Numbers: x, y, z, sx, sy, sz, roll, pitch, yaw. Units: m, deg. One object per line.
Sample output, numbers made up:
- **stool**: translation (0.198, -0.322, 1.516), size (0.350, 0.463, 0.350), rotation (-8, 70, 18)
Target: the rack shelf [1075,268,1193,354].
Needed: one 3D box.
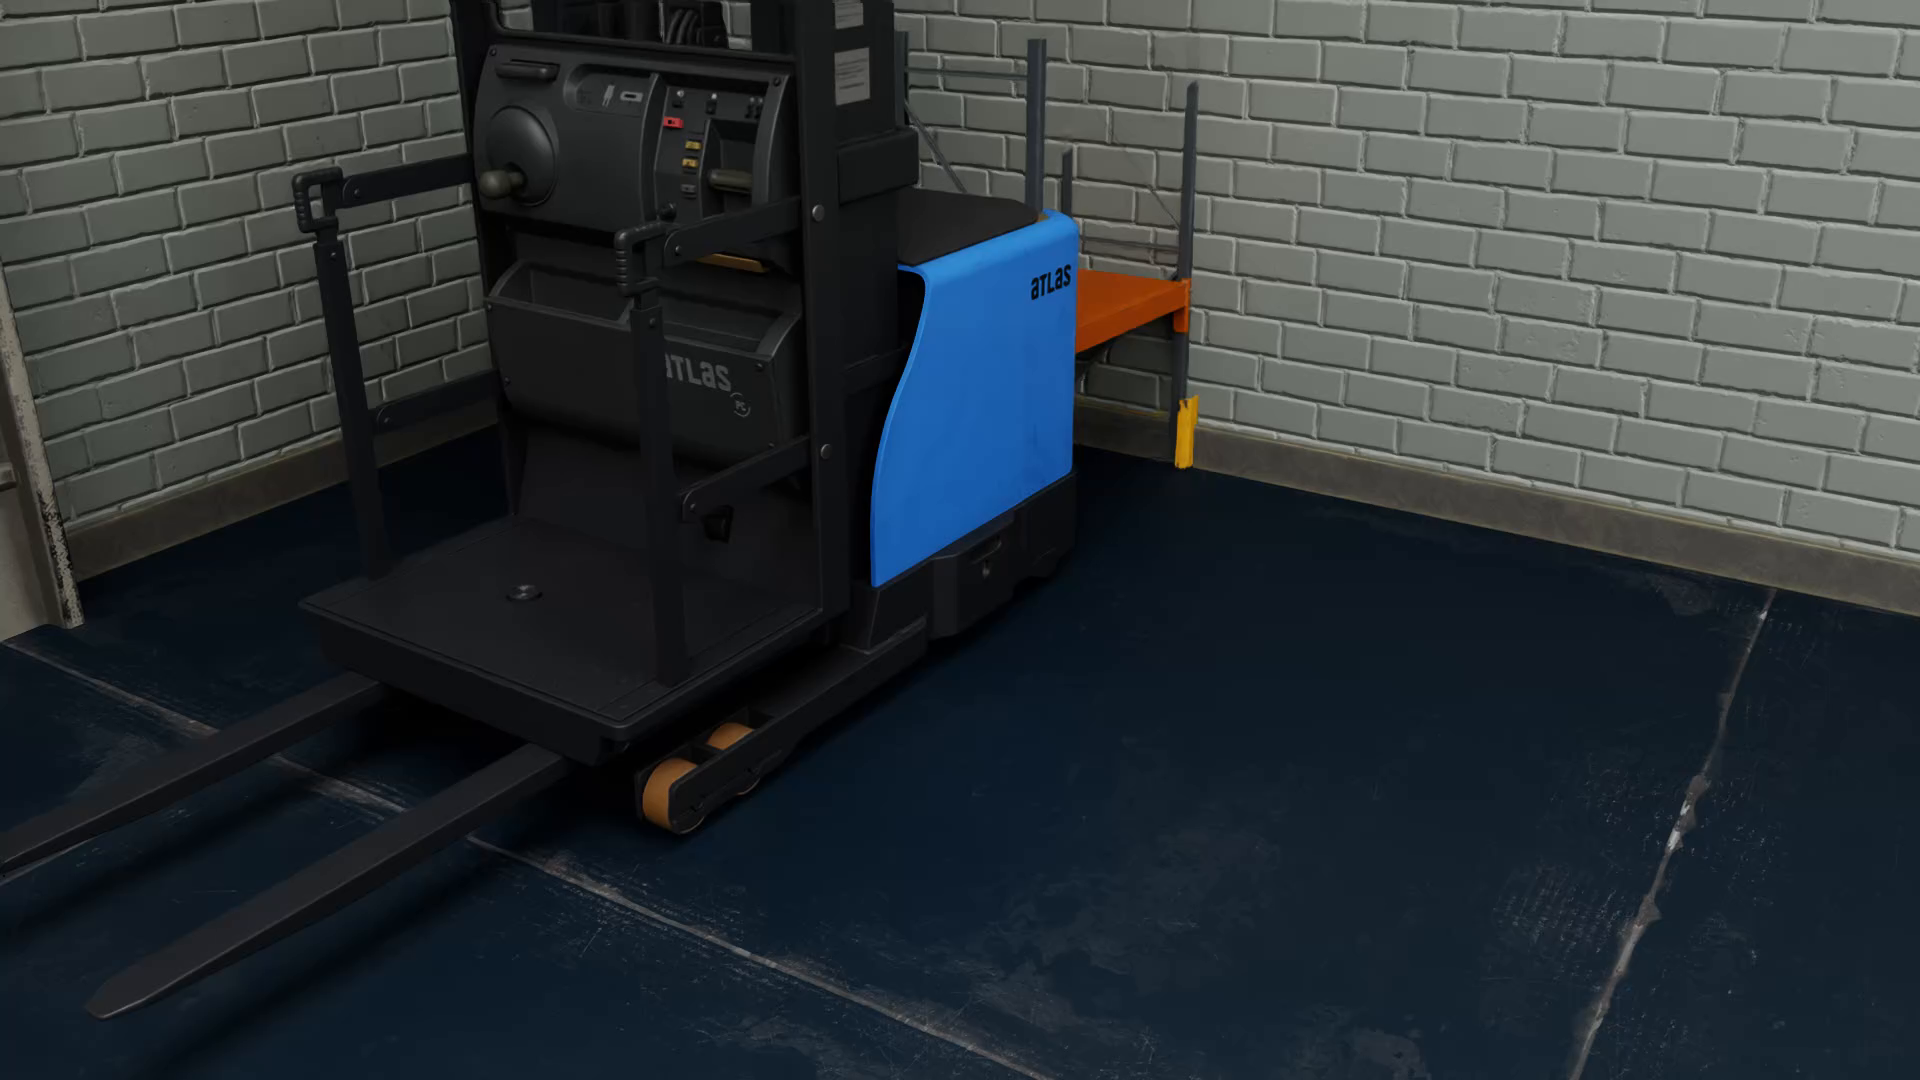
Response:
- **rack shelf**: translation (0.292, -0.696, 5.376), size (0.538, 0.185, 1.000), rotation (13, 25, 30)

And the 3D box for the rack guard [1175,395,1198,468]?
- **rack guard**: translation (0.566, -0.435, 5.934), size (0.587, 0.250, 0.087), rotation (13, 25, 30)

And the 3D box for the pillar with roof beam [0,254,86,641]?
- **pillar with roof beam**: translation (0.947, -2.961, 0.762), size (9.100, 9.000, 0.400), rotation (14, 27, 29)

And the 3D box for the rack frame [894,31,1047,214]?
- **rack frame**: translation (0.016, -0.711, 4.913), size (0.500, 1.500, 0.032), rotation (13, 25, 30)

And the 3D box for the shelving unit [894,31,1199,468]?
- **shelving unit**: translation (0.298, -0.867, 5.318), size (0.587, 1.500, 1.083), rotation (13, 25, 30)

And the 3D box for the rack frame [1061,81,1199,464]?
- **rack frame**: translation (0.569, -1.018, 5.709), size (0.500, 1.500, 0.032), rotation (13, 25, 30)

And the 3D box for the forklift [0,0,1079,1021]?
- **forklift**: translation (-0.888, -0.902, 3.644), size (1.130, 2.935, 3.031), rotation (15, 28, 31)
